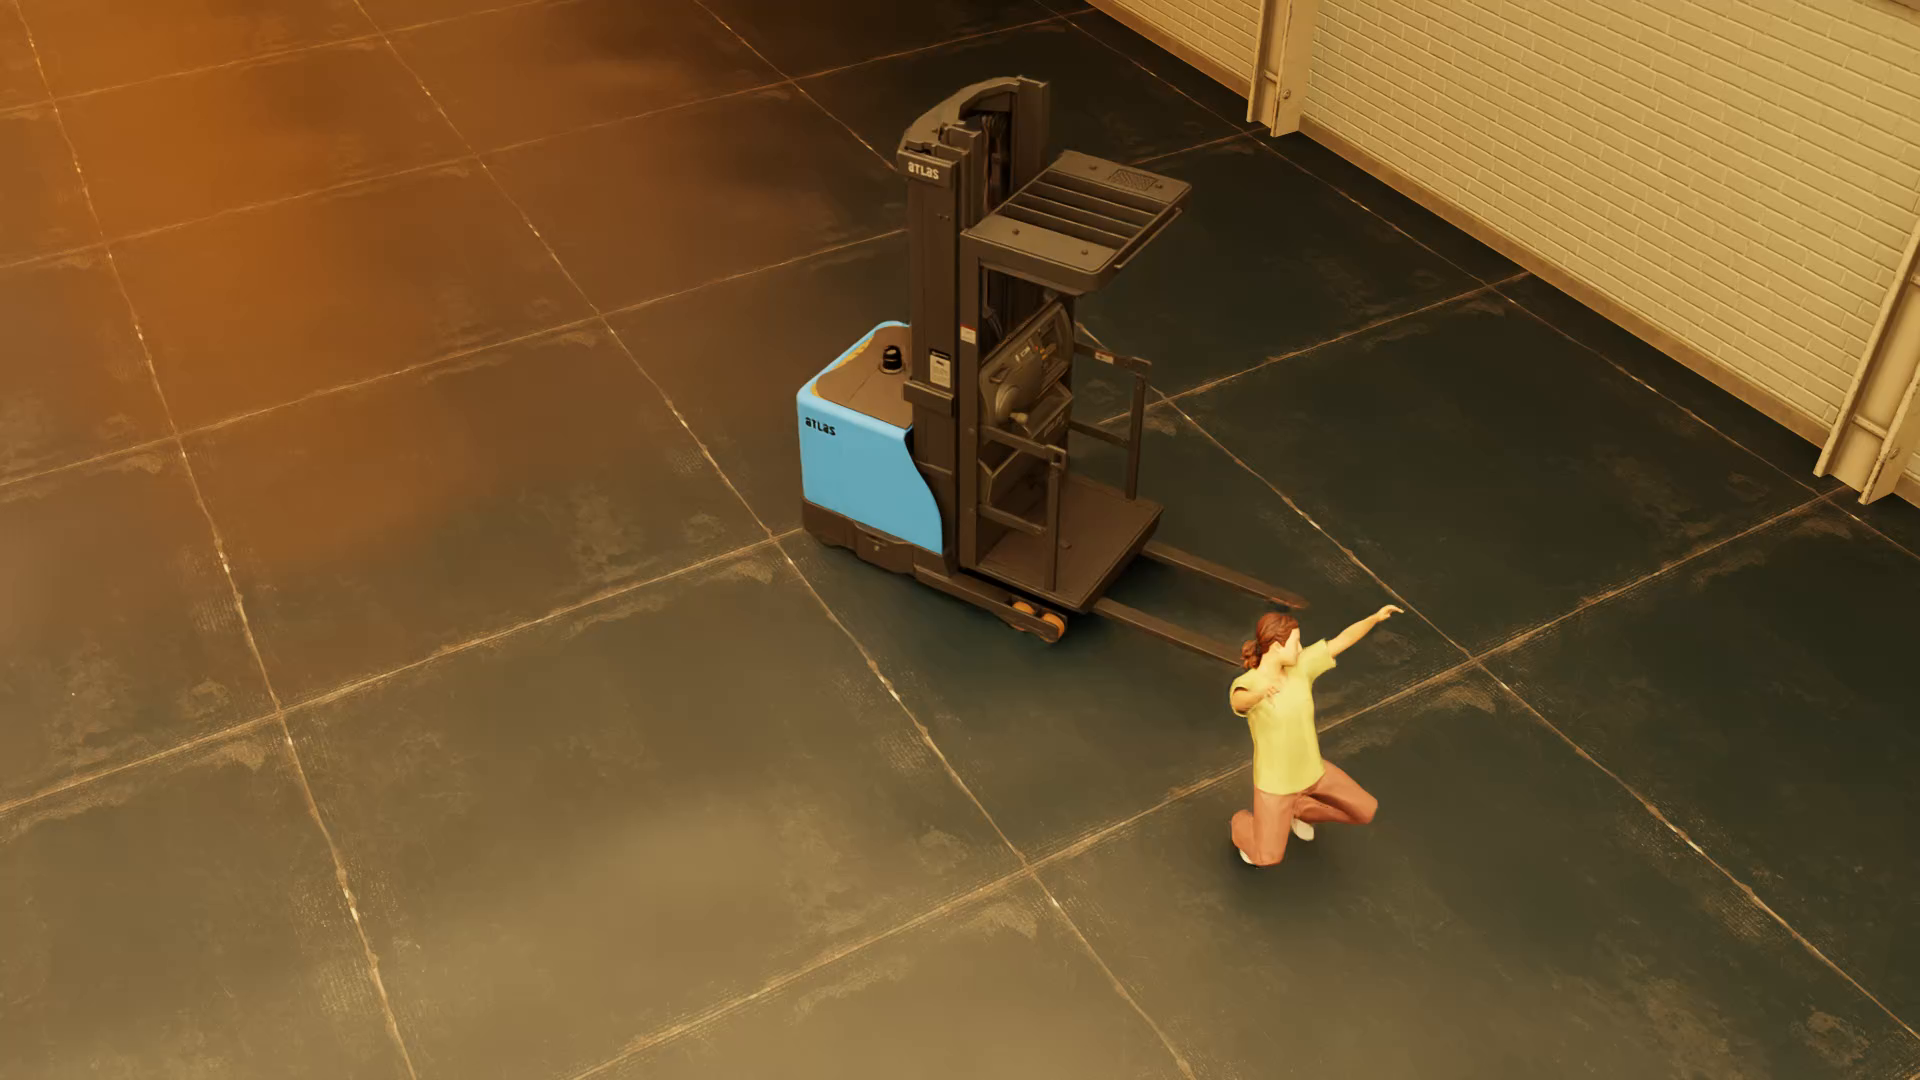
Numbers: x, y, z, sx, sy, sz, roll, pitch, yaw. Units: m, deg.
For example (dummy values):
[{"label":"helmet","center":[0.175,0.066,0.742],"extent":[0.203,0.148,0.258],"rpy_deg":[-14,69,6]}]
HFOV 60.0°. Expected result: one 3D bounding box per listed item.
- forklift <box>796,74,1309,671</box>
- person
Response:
[{"label":"forklift","center":[0.546,-0.926,9.153],"extent":[3.031,2.935,1.130],"rpy_deg":[22,44,24]},{"label":"person","center":[1.618,0.978,7.958],"extent":[0.862,1.530,0.728],"rpy_deg":[-18,43,-21]}]
